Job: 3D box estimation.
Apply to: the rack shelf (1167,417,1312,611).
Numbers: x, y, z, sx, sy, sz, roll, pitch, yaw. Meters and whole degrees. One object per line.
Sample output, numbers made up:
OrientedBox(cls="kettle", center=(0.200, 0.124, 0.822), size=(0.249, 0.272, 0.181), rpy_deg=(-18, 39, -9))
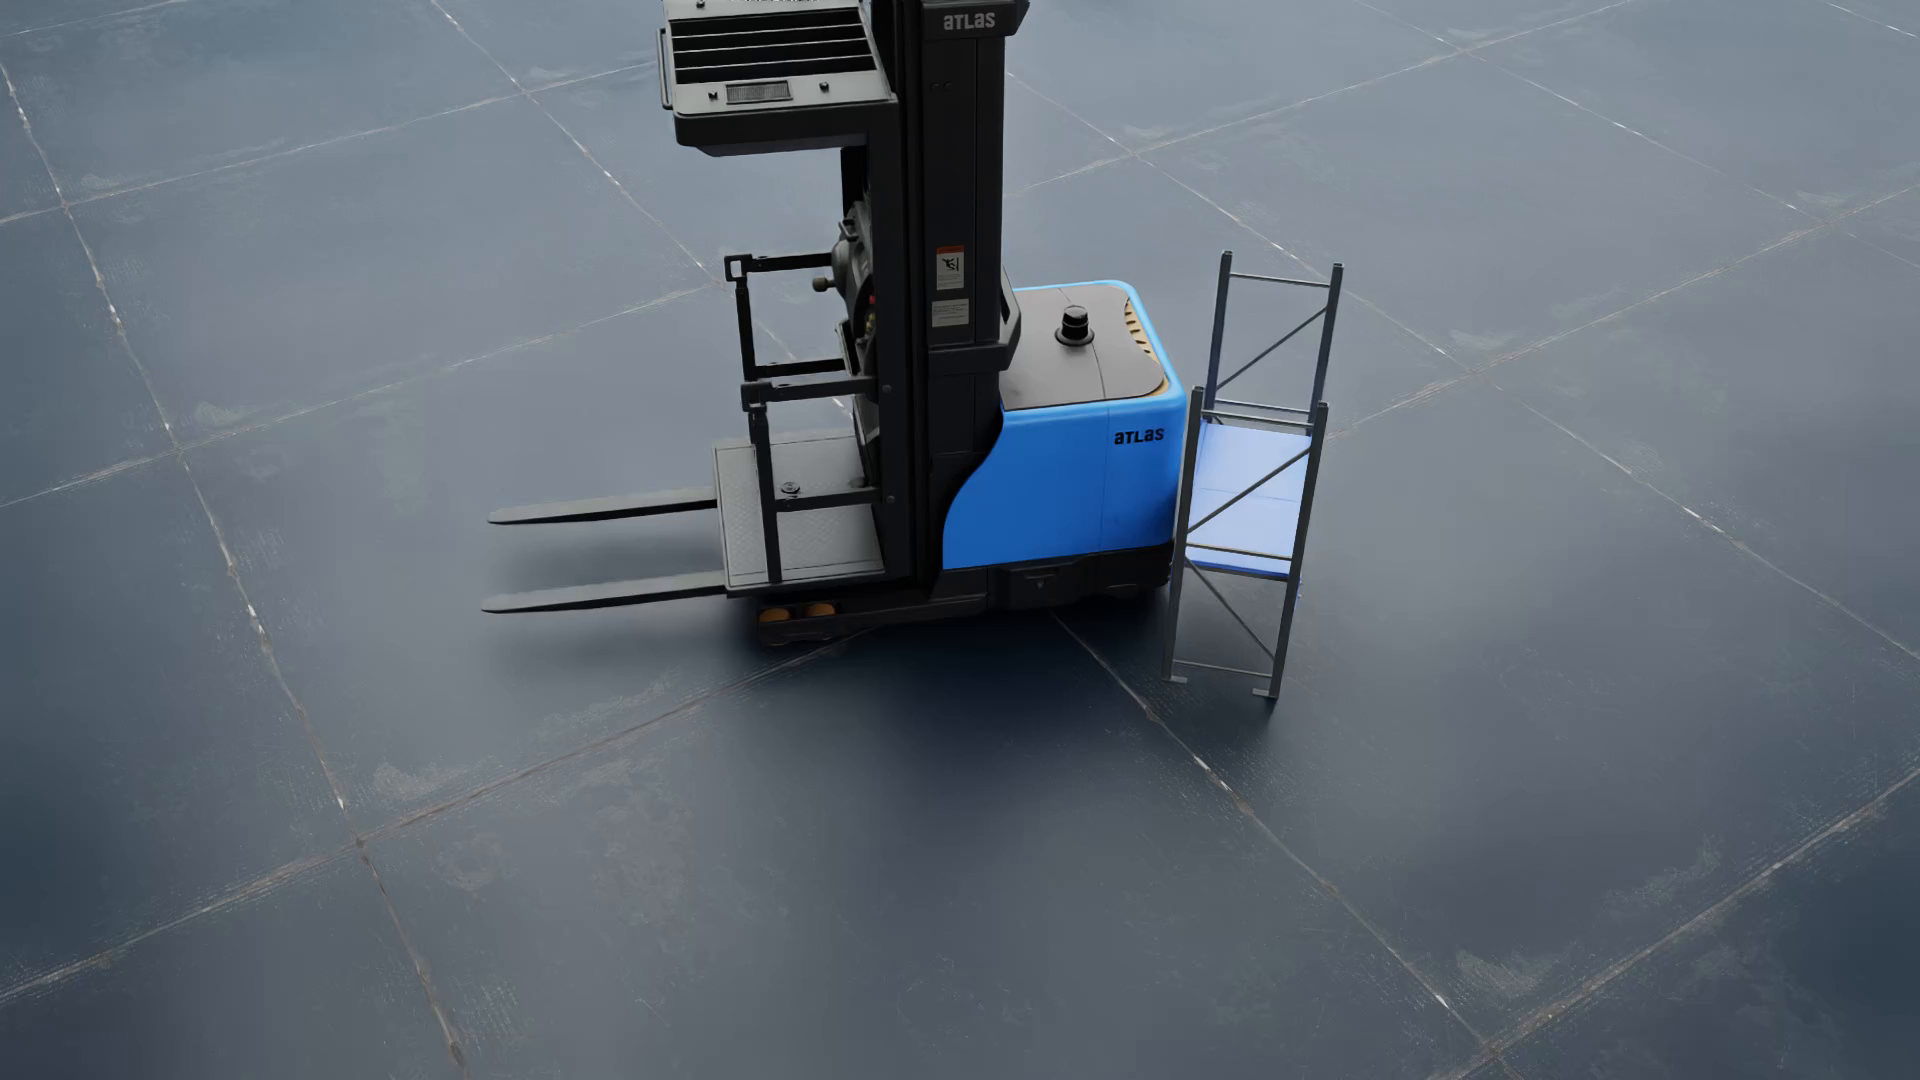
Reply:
OrientedBox(cls="rack shelf", center=(1.218, -0.131, 7.077), size=(0.538, 0.185, 1.000), rpy_deg=(8, 41, 10))

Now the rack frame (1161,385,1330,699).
OrientedBox(cls="rack frame", center=(1.103, 0.048, 6.581), size=(0.500, 1.500, 0.032), rpy_deg=(8, 41, 10))

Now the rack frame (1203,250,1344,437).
OrientedBox(cls="rack frame", center=(1.332, -0.586, 7.342), size=(0.500, 1.500, 0.032), rpy_deg=(8, 41, 10))

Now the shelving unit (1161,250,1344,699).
OrientedBox(cls="shelving unit", center=(1.218, -0.269, 6.962), size=(0.538, 1.500, 1.048), rpy_deg=(8, 41, 10))

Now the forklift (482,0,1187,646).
OrientedBox(cls="forklift", center=(-0.609, -1.030, 6.757), size=(3.031, 2.935, 1.130), rpy_deg=(-6, 40, -8))
